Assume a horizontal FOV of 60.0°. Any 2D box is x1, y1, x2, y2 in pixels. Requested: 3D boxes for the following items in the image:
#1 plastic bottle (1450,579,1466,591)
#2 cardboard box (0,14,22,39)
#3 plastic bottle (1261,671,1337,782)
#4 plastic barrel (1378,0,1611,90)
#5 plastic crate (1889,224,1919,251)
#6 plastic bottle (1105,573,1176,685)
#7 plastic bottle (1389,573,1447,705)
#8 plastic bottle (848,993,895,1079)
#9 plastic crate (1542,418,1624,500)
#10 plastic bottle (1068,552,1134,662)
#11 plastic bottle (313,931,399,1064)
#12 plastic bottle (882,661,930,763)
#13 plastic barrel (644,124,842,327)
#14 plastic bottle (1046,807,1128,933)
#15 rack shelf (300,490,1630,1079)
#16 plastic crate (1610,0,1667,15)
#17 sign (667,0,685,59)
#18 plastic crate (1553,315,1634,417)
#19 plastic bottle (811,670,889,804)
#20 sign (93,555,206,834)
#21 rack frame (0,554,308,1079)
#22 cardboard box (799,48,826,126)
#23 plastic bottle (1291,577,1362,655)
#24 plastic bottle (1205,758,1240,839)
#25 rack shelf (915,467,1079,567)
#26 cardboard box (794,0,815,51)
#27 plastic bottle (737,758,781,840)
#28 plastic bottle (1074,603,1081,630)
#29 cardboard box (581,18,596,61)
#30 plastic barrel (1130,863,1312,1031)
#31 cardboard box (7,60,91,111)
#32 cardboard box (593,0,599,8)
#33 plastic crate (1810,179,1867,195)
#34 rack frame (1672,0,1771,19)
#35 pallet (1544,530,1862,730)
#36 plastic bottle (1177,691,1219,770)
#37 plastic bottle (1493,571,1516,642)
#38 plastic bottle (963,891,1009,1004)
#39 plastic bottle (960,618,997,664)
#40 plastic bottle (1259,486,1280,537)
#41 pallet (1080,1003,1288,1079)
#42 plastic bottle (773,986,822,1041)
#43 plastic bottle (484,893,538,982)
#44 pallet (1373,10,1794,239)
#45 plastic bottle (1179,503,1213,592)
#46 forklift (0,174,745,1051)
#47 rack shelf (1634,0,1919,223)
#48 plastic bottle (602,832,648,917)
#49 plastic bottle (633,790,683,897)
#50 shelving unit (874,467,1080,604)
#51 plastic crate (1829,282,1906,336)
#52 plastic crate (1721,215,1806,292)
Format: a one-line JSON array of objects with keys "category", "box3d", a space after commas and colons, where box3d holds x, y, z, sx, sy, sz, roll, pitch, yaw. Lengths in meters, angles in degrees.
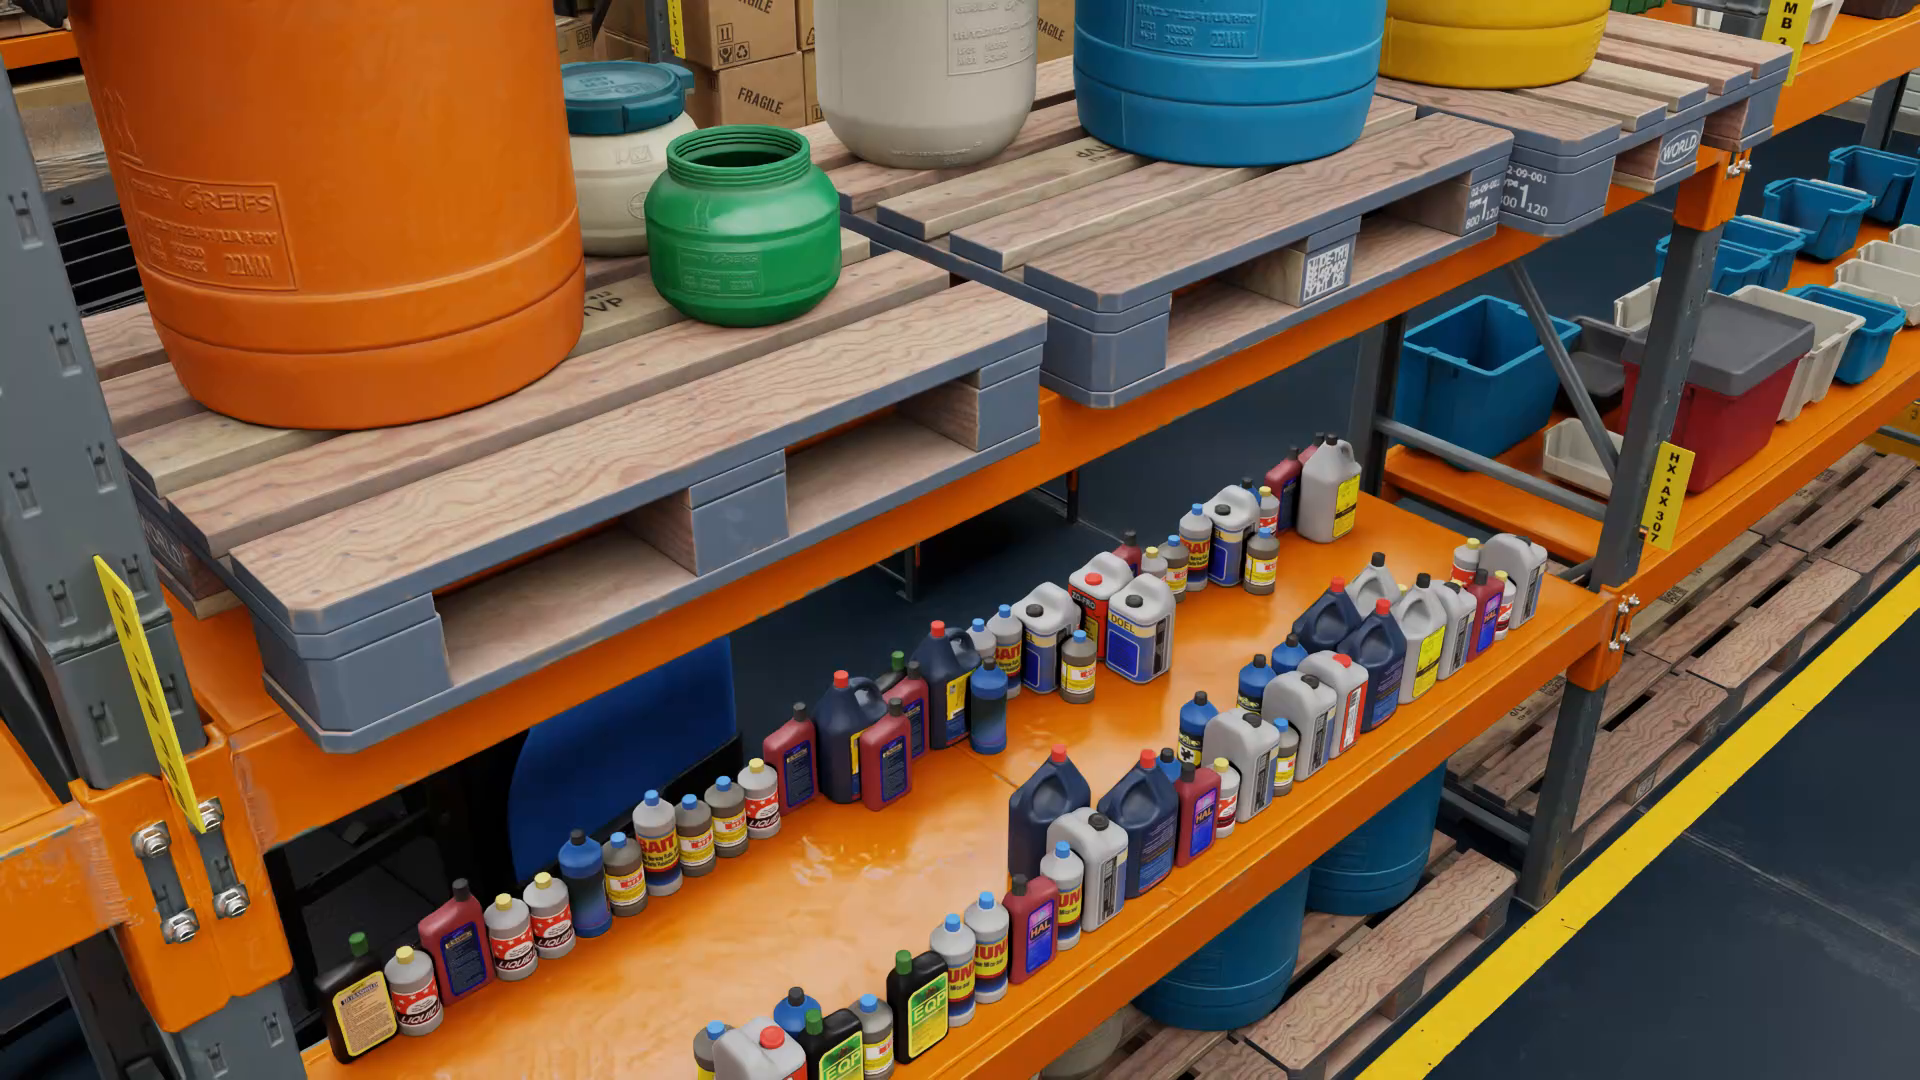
[{"category": "plastic bottle", "box3d": [1.396, 0.206, 4.729, 0.097, 0.201, 0.097, 0, 31, 0]}, {"category": "cardboard box", "box3d": [-6.082, -3.247, 10.407, 0.250, 0.149, 0.380, -27, 41, -37]}, {"category": "plastic bottle", "box3d": [0.865, 0.454, 4.251, 0.135, 0.276, 0.152, -26, 40, -35]}, {"category": "plastic barrel", "box3d": [1.140, -1.356, 3.634, 0.600, 0.588, 0.600, 0, 31, 0]}, {"category": "plastic crate", "box3d": [4.129, -1.192, 7.019, 0.243, 0.136, 0.396, -26, 40, -35]}, {"category": "plastic bottle", "box3d": [0.497, 0.240, 4.602, 0.135, 0.276, 0.152, -26, 40, -35]}, {"category": "plastic bottle", "box3d": [1.219, 0.254, 4.507, 0.185, 0.351, 0.144, -26, 40, -35]}, {"category": "plastic bottle", "box3d": [-0.184, 1.013, 3.408, 0.097, 0.201, 0.097, 0, 31, 0]}, {"category": "plastic crate", "box3d": [2.109, -0.242, 5.465, 0.243, 0.136, 0.396, -26, 40, -35]}, {"category": "plastic bottle", "box3d": [0.393, 0.182, 4.697, 0.135, 0.276, 0.152, -26, 40, -35]}, {"category": "plastic bottle", "box3d": [-1.256, 0.944, 3.443, 0.133, 0.283, 0.061, -26, 40, -35]}, {"category": "plastic bottle", "box3d": [-0.143, 0.449, 4.253, 0.133, 0.283, 0.061, -26, 40, -35]}, {"category": "plastic barrel", "box3d": [-0.329, -0.480, 2.531, 0.294, 0.245, 0.294, 0, 31, 0]}, {"category": "plastic bottle", "box3d": [0.292, 0.732, 3.797, 0.135, 0.276, 0.152, -26, 40, -35]}, {"category": "rack shelf", "box3d": [0.204, 0.798, 4.259, 4.000, 0.370, 1.077, -26, 40, -35]}, {"category": "plastic crate", "box3d": [1.776, -1.673, 4.939, 0.662, 0.188, 0.450, -26, 40, -35]}, {"category": "sign", "box3d": [-1.314, -2.397, 7.685, 0.005, 0.325, 0.100, -26, 40, -35]}, {"category": "plastic crate", "box3d": [2.309, -0.626, 6.105, 0.590, 0.125, 0.437, -26, 40, -35]}, {"category": "plastic bottle", "box3d": [-0.273, 0.469, 4.155, 0.185, 0.351, 0.144, -26, 40, -35]}, {"category": "sign", "box3d": [-0.883, 0.173, 1.816, 0.005, 0.325, 0.100, -26, 40, -35]}, {"category": "rack frame", "box3d": [-1.262, 1.201, 2.911, 0.127, 3.000, 1.000, -26, 40, -35]}, {"category": "cardboard box", "box3d": [-0.762, -2.416, 8.731, 0.500, 0.500, 0.500, -25, 39, -35]}, {"category": "plastic bottle", "box3d": [0.986, 0.264, 4.489, 0.185, 0.351, 0.144, -26, 40, -35]}, {"category": "plastic bottle", "box3d": [0.629, 0.620, 4.051, 0.097, 0.201, 0.097, 0, 31, 0]}, {"category": "rack shelf", "box3d": [0.005, -0.274, 7.588, 1.000, 0.278, 0.538, -26, 40, -35]}, {"category": "cardboard box", "box3d": [-0.780, -2.826, 8.442, 0.500, 0.500, 0.500, -27, 41, -37]}, {"category": "plastic bottle", "box3d": [-0.490, 0.621, 4.049, 0.097, 0.201, 0.097, 0, 31, 0]}, {"category": "plastic bottle", "box3d": [0.290, 0.244, 4.666, 0.097, 0.201, 0.097, 0, 31, 0]}, {"category": "cardboard box", "box3d": [-3.313, -3.897, 13.241, 0.500, 0.500, 0.700, -27, 41, -37]}, {"category": "plastic barrel", "box3d": [0.741, 0.935, 4.954, 0.708, 0.901, 0.600, -26, 40, -35]}, {"category": "cardboard box", "box3d": [-6.103, -2.673, 10.905, 0.750, 0.750, 0.750, -24, 39, -34]}, {"category": "cardboard box", "box3d": [-2.735, -4.324, 13.317, 0.250, 0.149, 0.380, -25, 39, -34]}, {"category": "plastic crate", "box3d": [3.908, -1.506, 7.533, 0.298, 0.136, 0.250, -26, 40, -35]}, {"category": "rack frame", "box3d": [1.671, -2.778, 3.667, 0.127, 3.000, 1.000, -26, 40, -35]}, {"category": "pallet", "box3d": [3.079, 0.261, 7.121, 1.213, 0.211, 1.003, -26, 40, -35]}, {"category": "plastic bottle", "box3d": [0.597, 0.497, 4.184, 0.097, 0.271, 0.097, 0, 31, 0]}, {"category": "plastic bottle", "box3d": [1.535, 0.182, 4.768, 0.097, 0.201, 0.097, 0, 31, 0]}, {"category": "plastic bottle", "box3d": [0.056, 0.867, 3.580, 0.097, 0.271, 0.097, 0, 31, 0]}, {"category": "plastic bottle", "box3d": [0.048, 0.331, 4.457, 0.097, 0.271, 0.097, 0, 31, 0]}, {"category": "plastic bottle", "box3d": [0.942, -0.071, 5.182, 0.097, 0.201, 0.097, 0, 31, 0]}, {"category": "pallet", "box3d": [0.182, 1.664, 4.826, 1.213, 0.211, 1.003, -26, 40, -35]}, {"category": "plastic bottle", "box3d": [-0.324, 1.008, 3.350, 0.097, 0.271, 0.097, 0, 31, 0]}, {"category": "plastic bottle", "box3d": [-0.990, 0.863, 3.654, 0.097, 0.201, 0.097, 0, 31, 0]}, {"category": "pallet", "box3d": [1.162, -1.102, 3.982, 1.003, 0.211, 1.213, -26, 40, -35]}, {"category": "plastic bottle", "box3d": [0.700, 0.016, 4.973, 0.097, 0.271, 0.097, 0, 31, 0]}, {"category": "forklift", "box3d": [-2.103, 0.142, 4.709, 1.130, 2.935, 3.031, 22, 38, 32]}, {"category": "rack shelf", "box3d": [3.137, -1.900, 5.797, 4.000, 0.370, 1.077, -26, 40, -35]}, {"category": "plastic bottle", "box3d": [-0.775, 0.759, 3.823, 0.097, 0.201, 0.097, 0, 31, 0]}, {"category": "plastic bottle", "box3d": [-0.704, 0.695, 3.862, 0.097, 0.271, 0.097, 0, 31, 0]}, {"category": "shelving unit", "box3d": [0.005, -0.482, 7.460, 1.048, 1.125, 0.538, -26, 40, -35]}, {"category": "plastic crate", "box3d": [3.515, -0.874, 6.499, 0.250, 0.136, 0.298, -26, 40, -35]}, {"category": "plastic crate", "box3d": [3.234, -1.163, 6.879, 0.300, 0.233, 0.416, -26, 40, -35]}]
